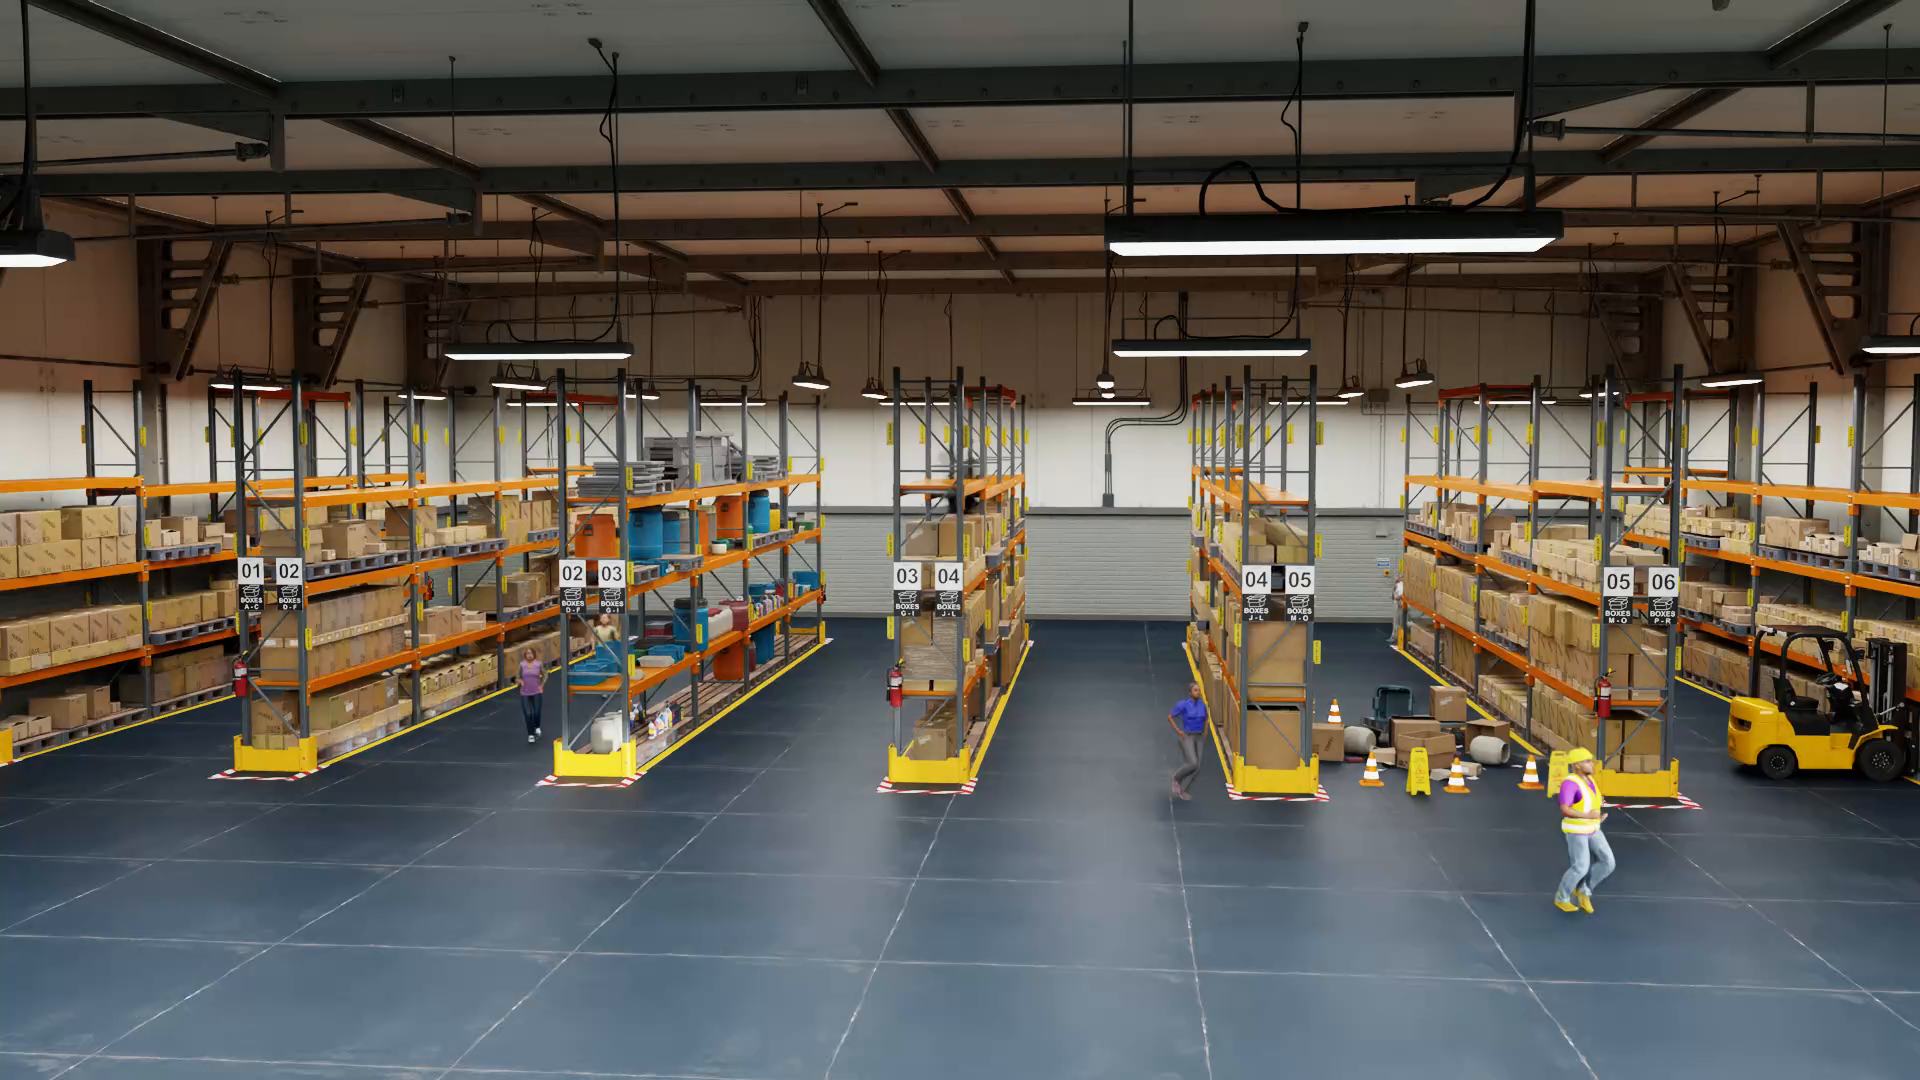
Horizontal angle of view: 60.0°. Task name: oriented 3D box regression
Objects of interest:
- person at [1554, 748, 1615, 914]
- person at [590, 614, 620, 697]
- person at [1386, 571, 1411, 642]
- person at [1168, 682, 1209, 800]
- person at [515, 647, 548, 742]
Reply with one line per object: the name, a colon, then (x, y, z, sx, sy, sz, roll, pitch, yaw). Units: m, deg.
person: (6.502, 3.044, 17.327, 0.767, 1.755, 0.609, -3, 5, -42)
person: (-6.834, 2.205, 31.936, 0.581, 1.630, 0.540, 0, 4, -3)
person: (10.751, 1.639, 40.354, 0.886, 1.795, 0.687, 2, 4, 23)
person: (3.215, 2.782, 22.955, 0.613, 1.606, 0.494, -2, 4, -29)
person: (-6.995, 2.529, 27.137, 0.525, 1.556, 0.532, -1, 4, -11)
